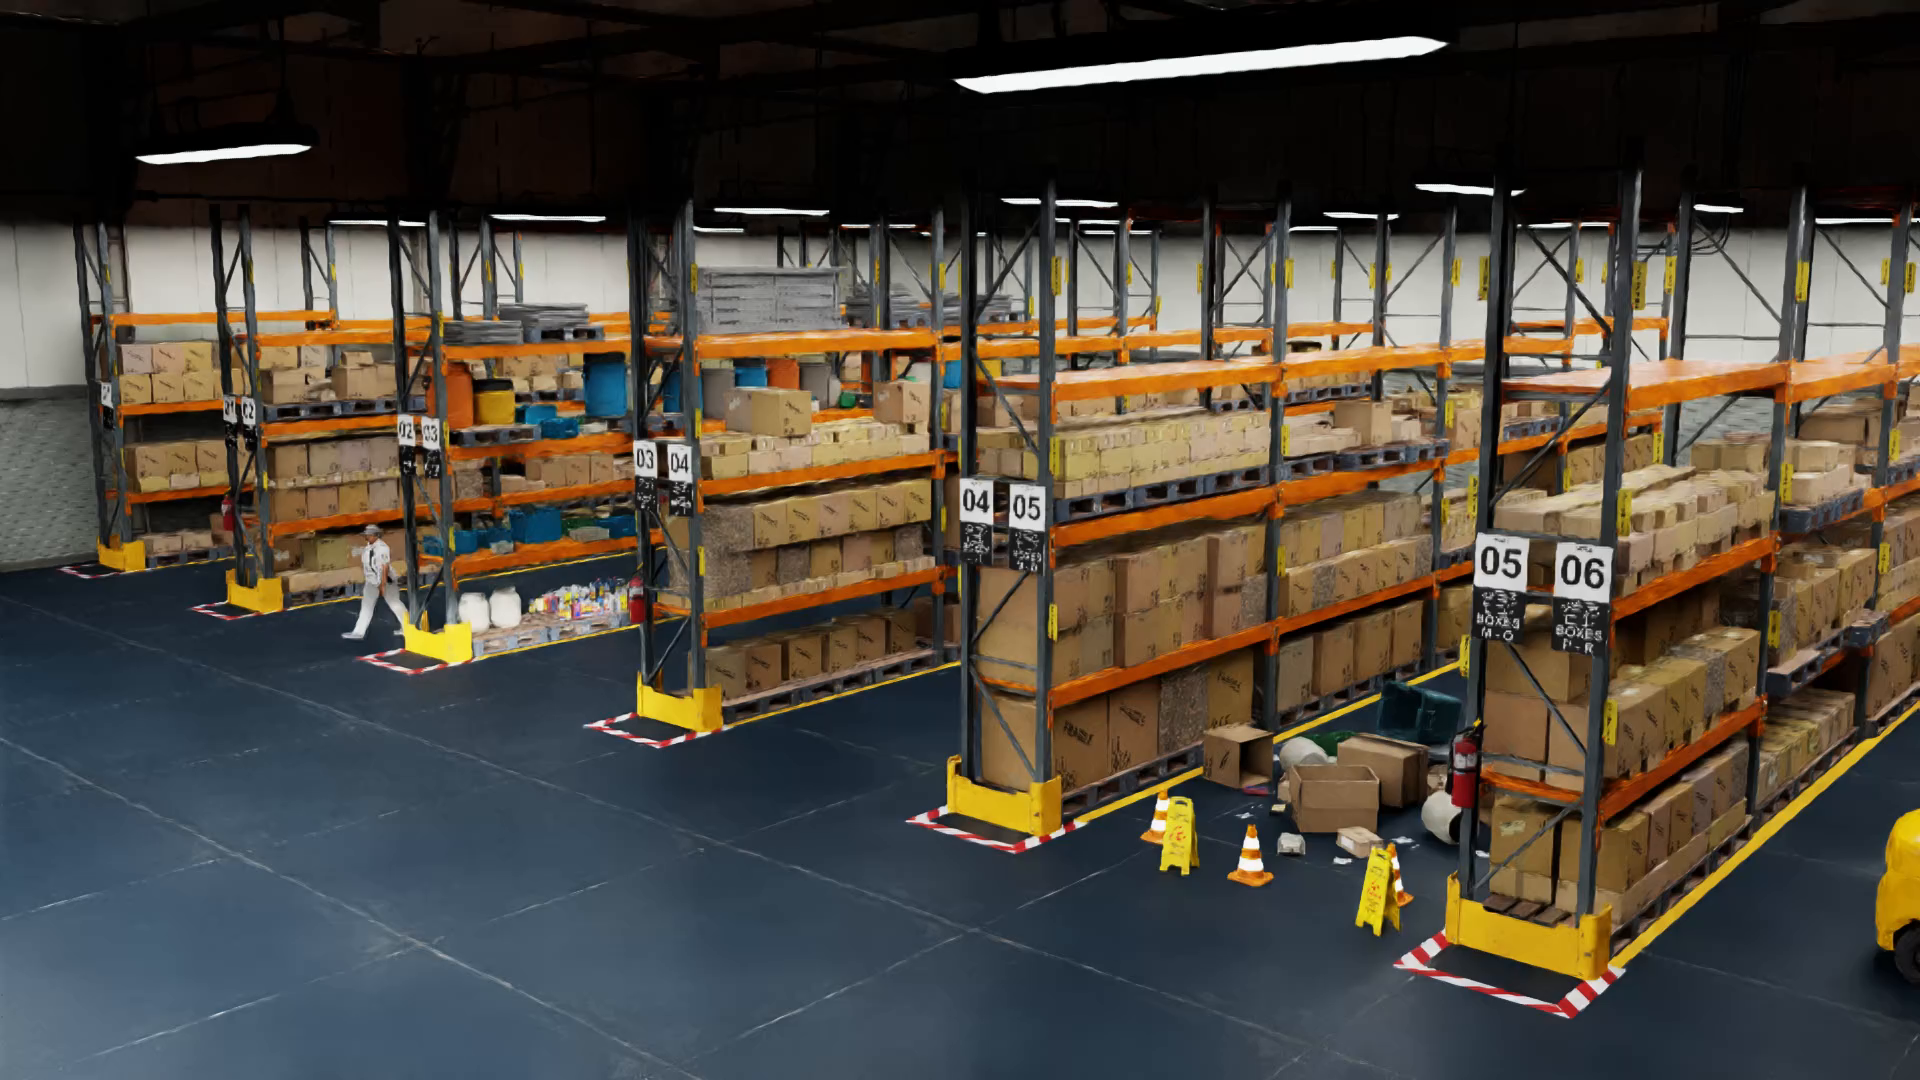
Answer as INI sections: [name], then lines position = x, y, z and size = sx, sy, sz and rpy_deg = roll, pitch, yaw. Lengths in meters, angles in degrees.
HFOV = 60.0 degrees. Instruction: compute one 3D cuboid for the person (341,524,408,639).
[person]
position = -8.025, 0.570, 22.909
size = 0.497, 1.596, 1.013
rpy_deg = 7, 12, 35
